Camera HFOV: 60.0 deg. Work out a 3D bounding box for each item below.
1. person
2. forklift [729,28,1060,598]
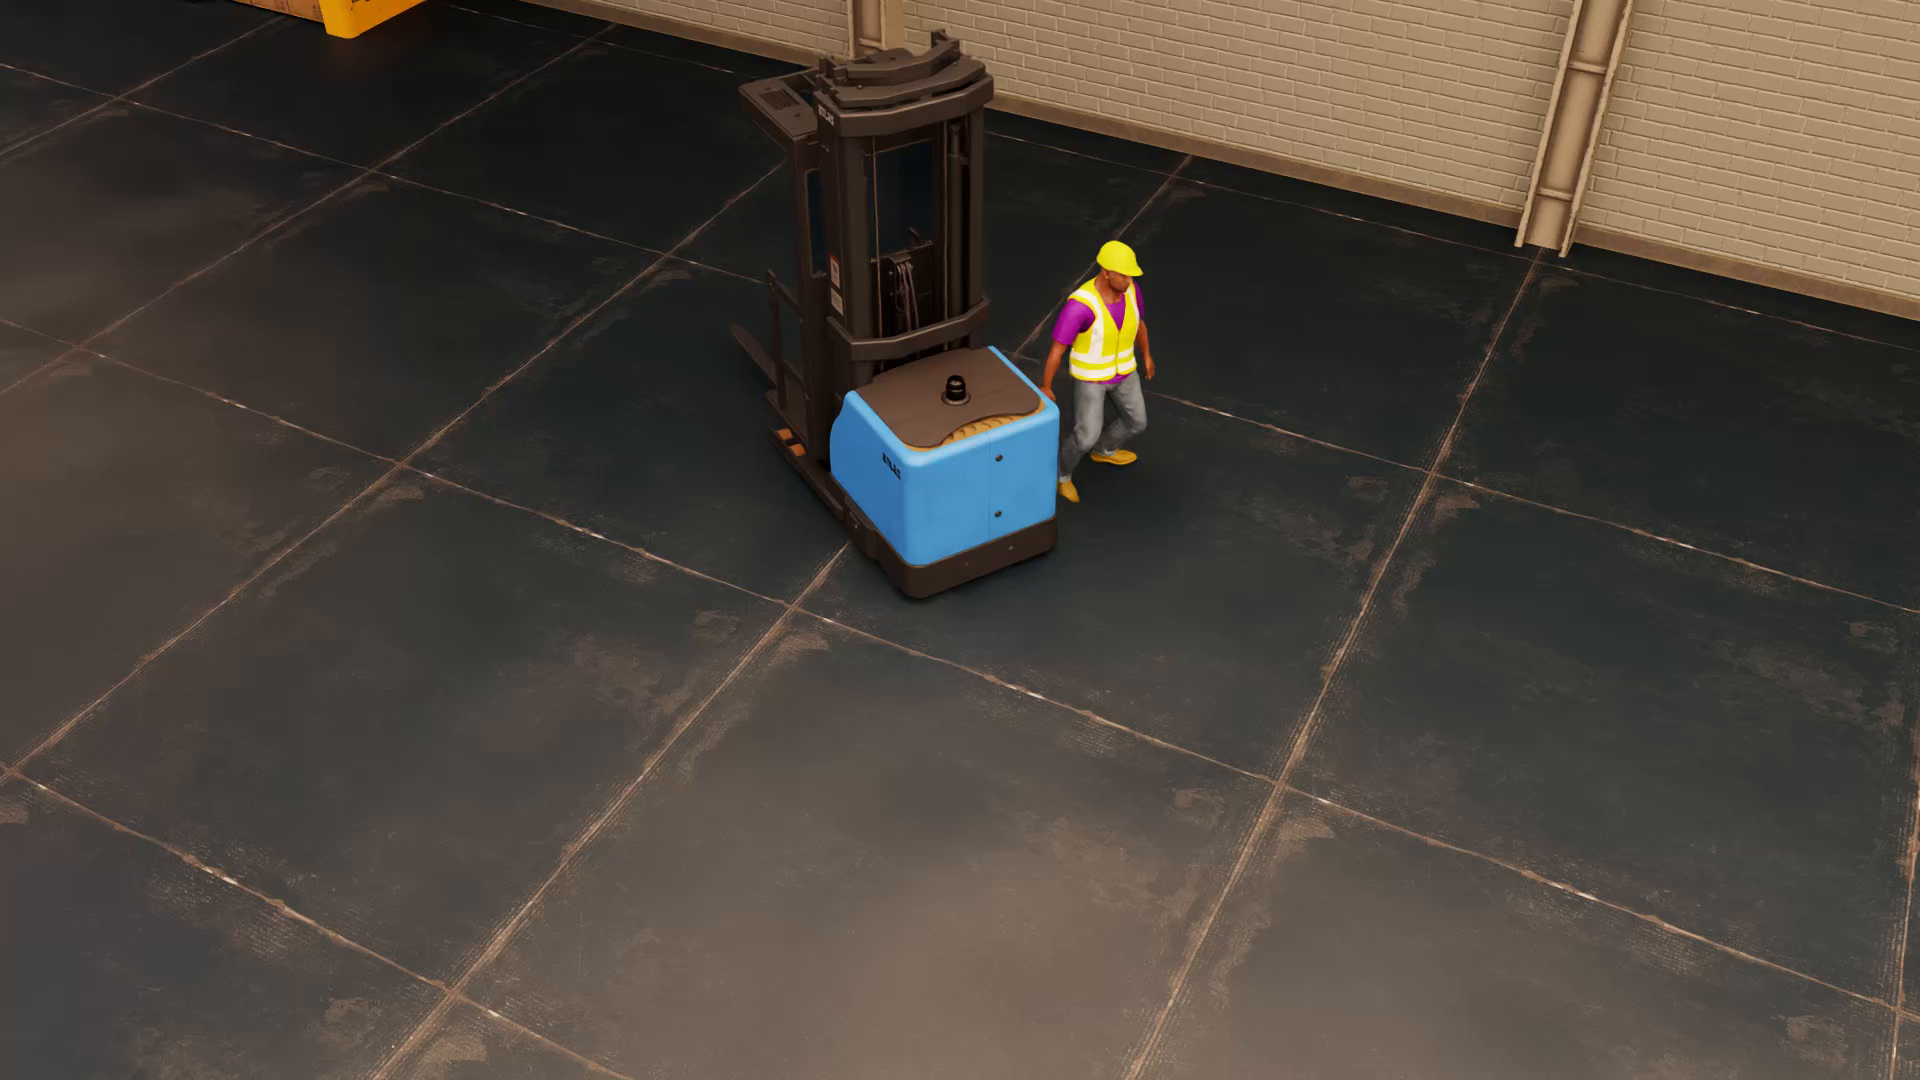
[{"bbox_3d":[0.850,-1.017,10.193,0.866,1.736,0.396,-21,45,-23],"label":"person"},{"bbox_3d":[-0.580,-1.714,10.022,1.130,2.935,3.031,-20,44,-22],"label":"forklift"}]
